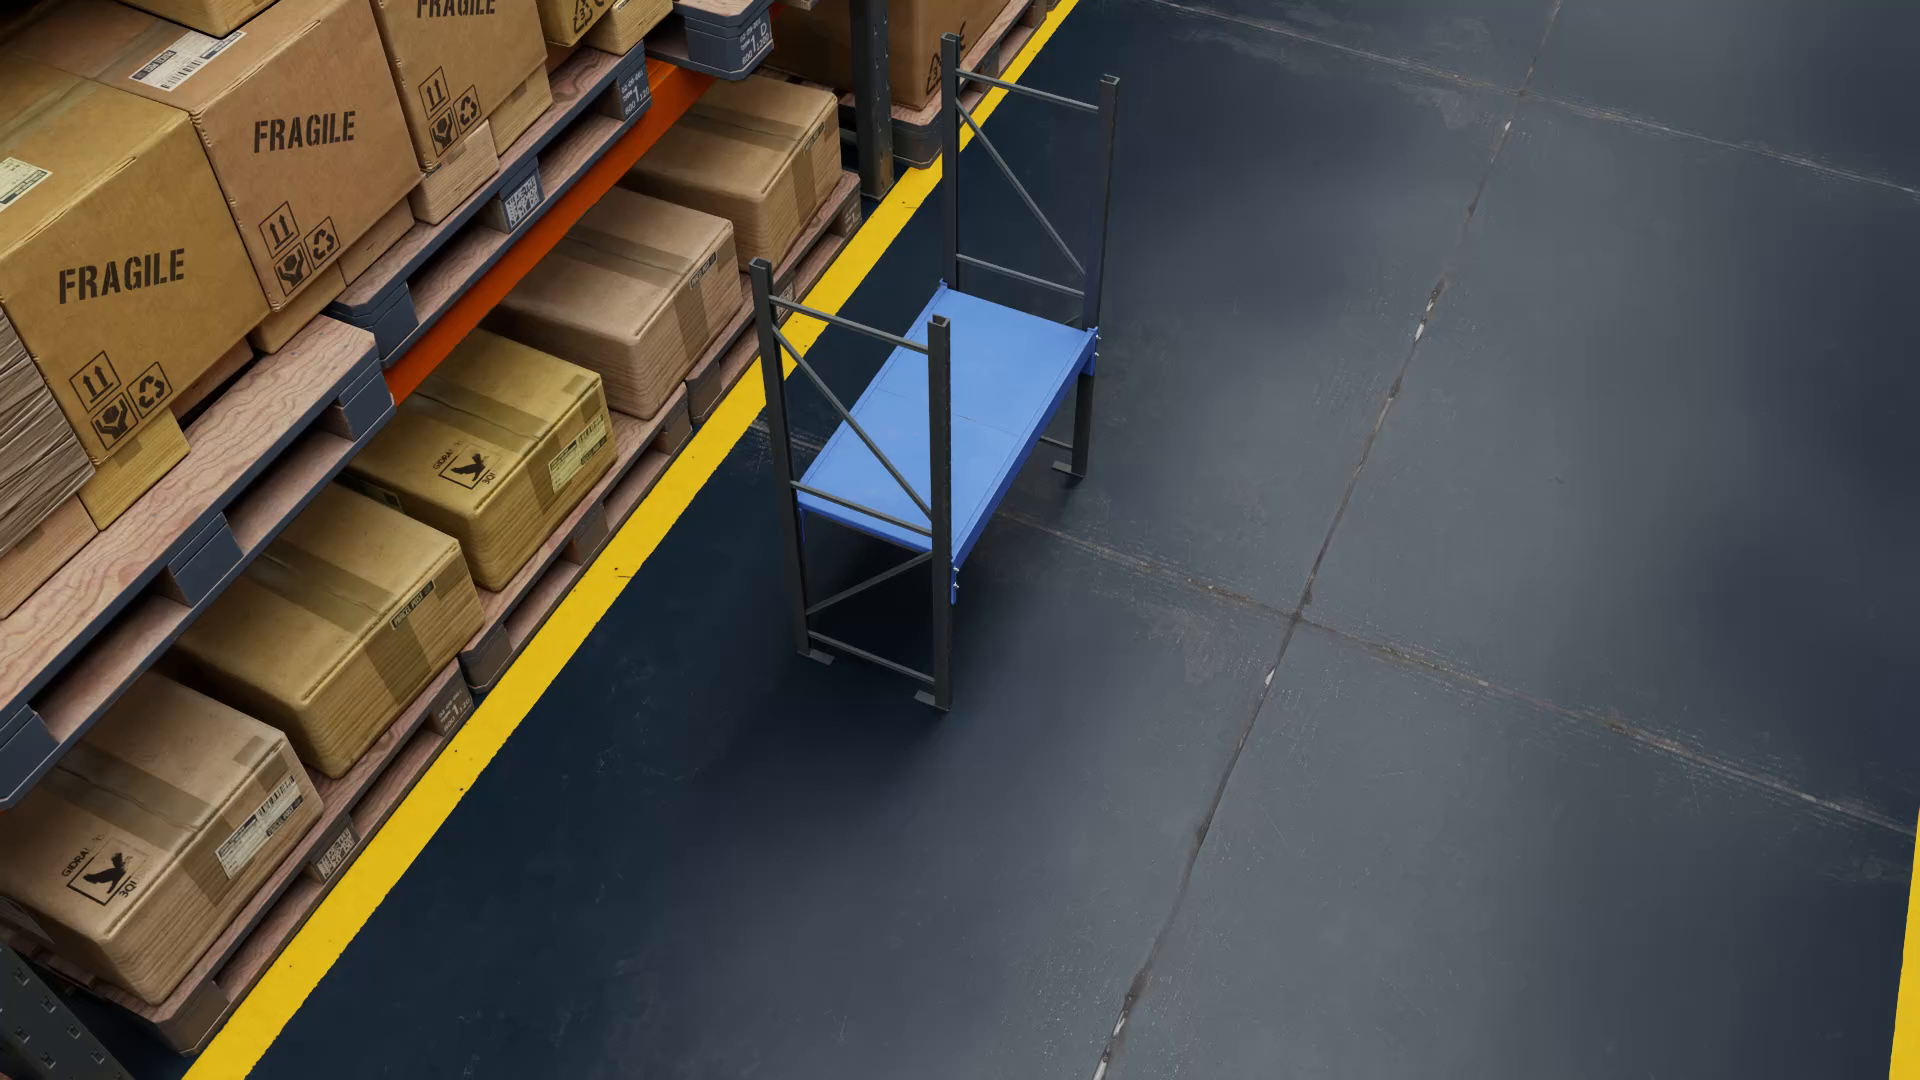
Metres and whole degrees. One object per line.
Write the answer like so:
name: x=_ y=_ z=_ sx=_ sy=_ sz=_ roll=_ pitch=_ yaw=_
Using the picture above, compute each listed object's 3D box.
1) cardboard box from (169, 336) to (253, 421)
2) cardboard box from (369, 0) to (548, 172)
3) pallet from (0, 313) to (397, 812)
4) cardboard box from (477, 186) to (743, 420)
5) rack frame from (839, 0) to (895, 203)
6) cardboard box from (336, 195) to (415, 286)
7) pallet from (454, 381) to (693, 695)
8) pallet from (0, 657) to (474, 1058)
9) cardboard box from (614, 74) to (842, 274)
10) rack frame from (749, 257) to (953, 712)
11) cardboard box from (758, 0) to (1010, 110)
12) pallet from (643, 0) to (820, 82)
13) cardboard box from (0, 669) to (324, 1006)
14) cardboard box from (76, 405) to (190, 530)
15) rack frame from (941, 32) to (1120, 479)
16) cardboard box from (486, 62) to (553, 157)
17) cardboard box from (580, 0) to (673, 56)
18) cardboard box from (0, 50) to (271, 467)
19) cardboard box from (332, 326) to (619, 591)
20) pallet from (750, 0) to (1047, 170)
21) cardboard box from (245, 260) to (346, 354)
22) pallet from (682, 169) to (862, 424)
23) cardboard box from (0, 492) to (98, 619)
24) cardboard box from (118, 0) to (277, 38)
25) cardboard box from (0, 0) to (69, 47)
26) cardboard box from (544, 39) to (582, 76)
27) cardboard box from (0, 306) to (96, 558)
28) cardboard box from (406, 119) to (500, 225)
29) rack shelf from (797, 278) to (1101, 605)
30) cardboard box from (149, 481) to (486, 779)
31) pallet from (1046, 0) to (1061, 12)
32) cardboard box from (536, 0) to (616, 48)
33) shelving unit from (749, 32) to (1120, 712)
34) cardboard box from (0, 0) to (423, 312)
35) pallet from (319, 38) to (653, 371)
cardboard box: x=-1.751 y=-0.431 z=3.536 sx=0.380 sy=0.149 sz=0.250 roll=23 pitch=53 yaw=18
cardboard box: x=-1.333 y=-1.242 z=3.800 sx=0.500 sy=0.500 sz=0.500 roll=18 pitch=52 yaw=15
pallet: x=-1.981 y=-0.126 z=3.514 sx=1.003 sy=0.211 sz=1.213 roll=20 pitch=52 yaw=16
cardboard box: x=-1.289 y=-0.851 z=5.455 sx=0.950 sy=0.372 sz=0.625 roll=19 pitch=52 yaw=15
rack frame: x=-0.730 y=-2.463 z=5.377 sx=1.000 sy=3.000 sz=0.127 roll=20 pitch=52 yaw=16
cardboard box: x=-1.496 y=-0.764 z=3.820 sx=0.380 sy=0.149 sz=0.250 roll=20 pitch=53 yaw=16
pallet: x=-1.588 y=-0.185 z=5.269 sx=1.003 sy=0.211 sz=1.213 roll=20 pitch=52 yaw=16
pallet: x=-2.108 y=0.658 z=4.552 sx=1.003 sy=0.211 sz=1.213 roll=20 pitch=52 yaw=16
cardboard box: x=-0.981 y=-1.362 z=5.889 sx=0.950 sy=0.372 sz=0.625 roll=17 pitch=52 yaw=14
rack frame: x=-0.254 y=-0.077 z=4.331 sx=0.500 sy=1.500 sz=0.032 roll=20 pitch=52 yaw=16
cardboard box: x=-0.360 y=-2.360 z=6.408 sx=0.875 sy=0.875 sz=0.875 roll=19 pitch=52 yaw=16
pallet: x=-0.939 y=-1.876 z=5.003 sx=1.213 sy=0.211 sz=1.003 roll=20 pitch=52 yaw=16
cardboard box: x=-2.218 y=0.644 z=4.182 sx=0.950 sy=0.372 sz=0.625 roll=20 pitch=53 yaw=17
cardboard box: x=-1.803 y=-0.211 z=3.349 sx=0.380 sy=0.149 sz=0.250 roll=21 pitch=53 yaw=17
rack frame: x=0.181 y=-0.777 z=4.927 sx=0.500 sy=1.500 sz=0.032 roll=20 pitch=52 yaw=16
cardboard box: x=-1.248 y=-1.123 z=4.125 sx=0.380 sy=0.149 sz=0.250 roll=18 pitch=52 yaw=15
cardboard box: x=-0.994 y=-1.455 z=4.408 sx=0.380 sy=0.149 sz=0.250 roll=21 pitch=53 yaw=17
cardboard box: x=-1.766 y=-0.549 z=3.211 sx=0.500 sy=0.500 sz=0.500 roll=20 pitch=52 yaw=16
cardboard box: x=-1.618 y=-0.331 z=5.012 sx=0.950 sy=0.372 sz=0.625 roll=21 pitch=53 yaw=17
pallet: x=-0.326 y=-2.078 z=6.880 sx=1.003 sy=0.211 sz=1.213 roll=20 pitch=52 yaw=16
cardboard box: x=-1.603 y=-0.594 z=3.675 sx=0.380 sy=0.149 sz=0.250 roll=21 pitch=53 yaw=17
pallet: x=-1.066 y=-1.022 z=5.981 sx=1.003 sy=0.211 sz=1.213 roll=20 pitch=52 yaw=16
cardboard box: x=-1.918 y=-0.042 z=3.205 sx=0.380 sy=0.149 sz=0.250 roll=21 pitch=53 yaw=17
cardboard box: x=-1.548 y=-1.175 z=3.317 sx=0.380 sy=0.149 sz=0.250 roll=23 pitch=53 yaw=18
cardboard box: x=-2.013 y=-1.062 z=3.647 sx=0.500 sy=0.500 sz=0.500 roll=21 pitch=53 yaw=17
cardboard box: x=-1.215 y=-1.323 z=4.295 sx=0.380 sy=0.149 sz=0.250 roll=20 pitch=53 yaw=16
cardboard box: x=-1.980 y=-0.203 z=2.917 sx=0.500 sy=0.500 sz=0.500 roll=21 pitch=53 yaw=17
cardboard box: x=-1.336 y=-0.930 z=3.961 sx=0.380 sy=0.149 sz=0.250 roll=22 pitch=53 yaw=17
rack shelf: x=-0.036 y=-0.311 z=4.766 sx=0.538 sy=0.185 sz=1.000 roll=20 pitch=52 yaw=16
cardboard box: x=-1.913 y=0.148 z=4.604 sx=0.950 sy=0.372 sz=0.625 roll=23 pitch=53 yaw=18
pallet: x=0.197 y=-2.915 z=7.592 sx=1.003 sy=0.211 sz=1.213 roll=20 pitch=52 yaw=16
cardboard box: x=-1.099 y=-1.617 z=4.120 sx=0.500 sy=0.500 sz=0.500 roll=17 pitch=52 yaw=14
shelving unit: x=-0.036 y=-0.427 z=4.629 sx=0.538 sy=1.500 sz=1.048 roll=20 pitch=52 yaw=16
cardboard box: x=-1.543 y=-0.885 z=3.496 sx=0.500 sy=0.500 sz=0.500 roll=20 pitch=52 yaw=16
pallet: x=-1.539 y=-1.025 z=4.278 sx=1.003 sy=0.211 sz=1.213 roll=20 pitch=52 yaw=16
